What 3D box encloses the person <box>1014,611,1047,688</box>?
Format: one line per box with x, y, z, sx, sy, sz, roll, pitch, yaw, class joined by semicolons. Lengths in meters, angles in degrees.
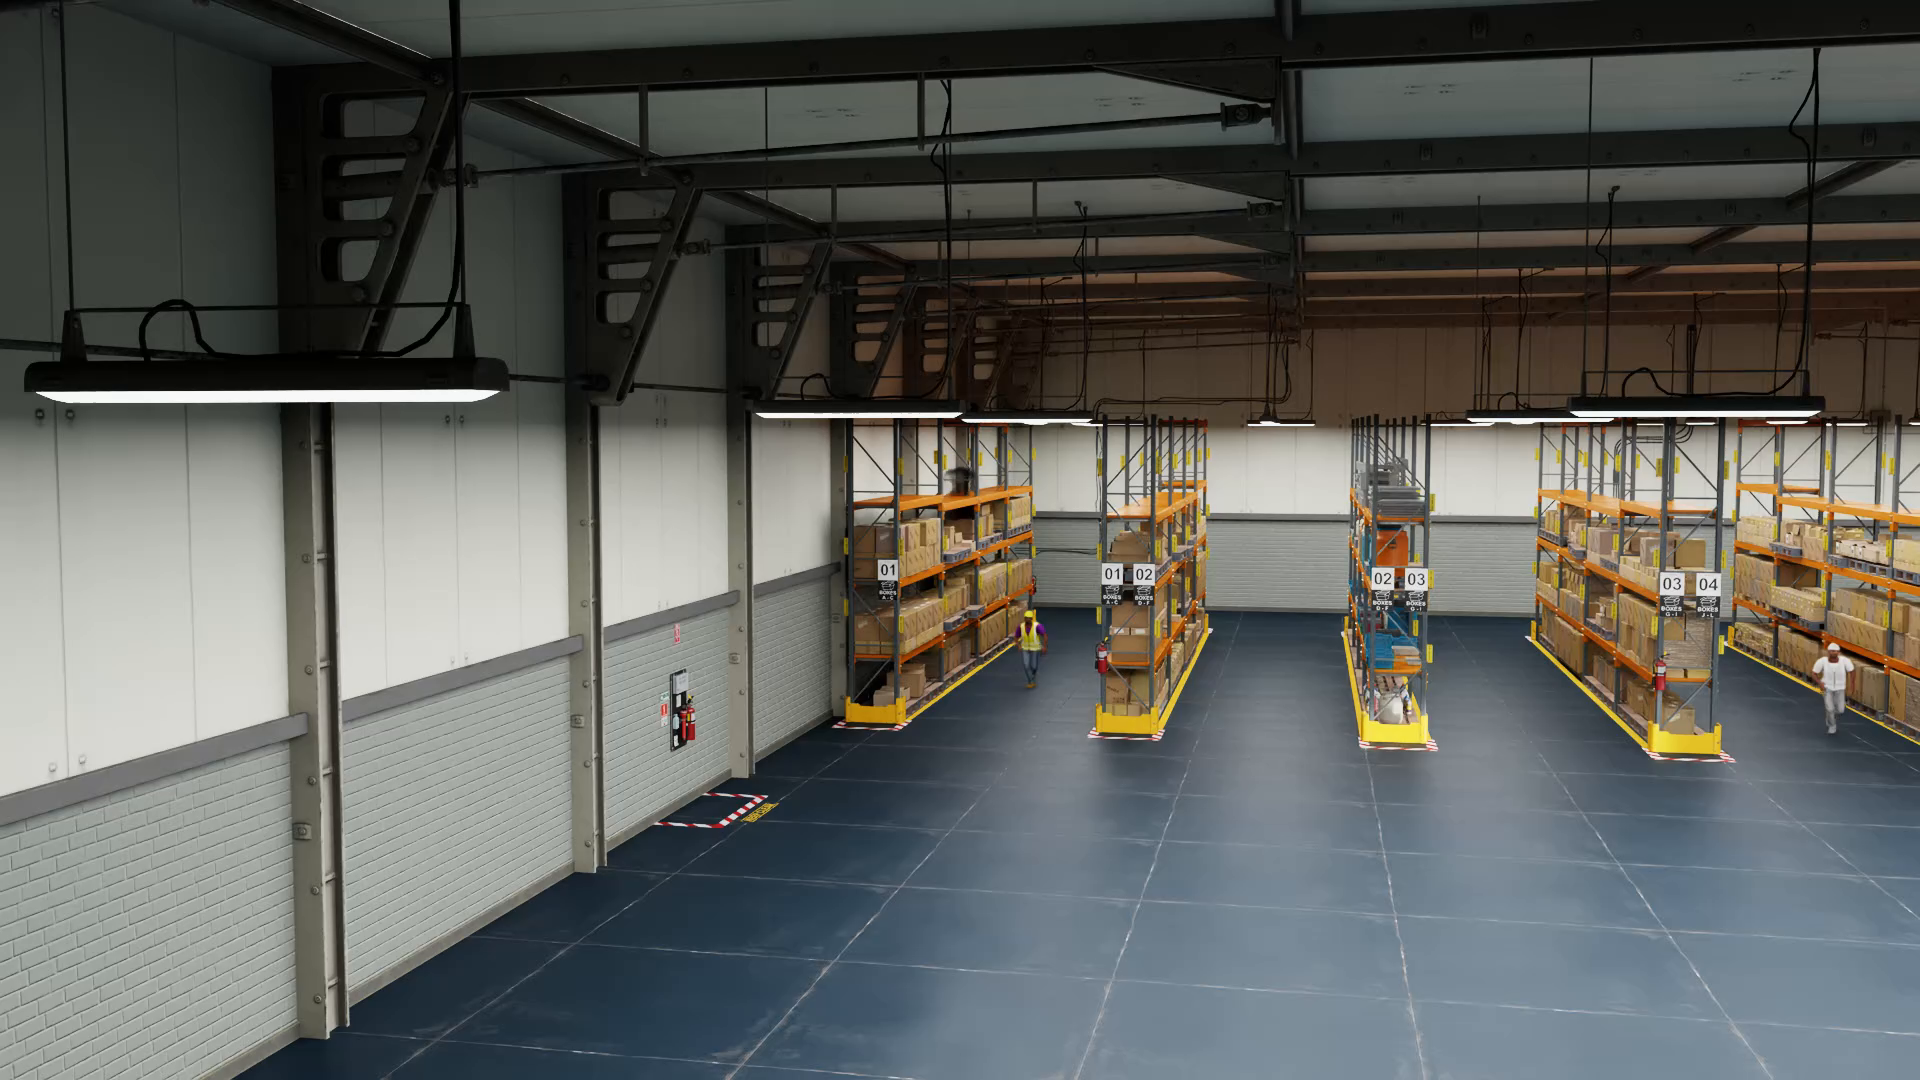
1.551;2.419;36.723;0.736;1.716;0.515;1;4;10;person

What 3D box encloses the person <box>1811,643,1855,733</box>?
16.411;2.782;31.253;0.735;1.716;0.553;1;4;16;person
